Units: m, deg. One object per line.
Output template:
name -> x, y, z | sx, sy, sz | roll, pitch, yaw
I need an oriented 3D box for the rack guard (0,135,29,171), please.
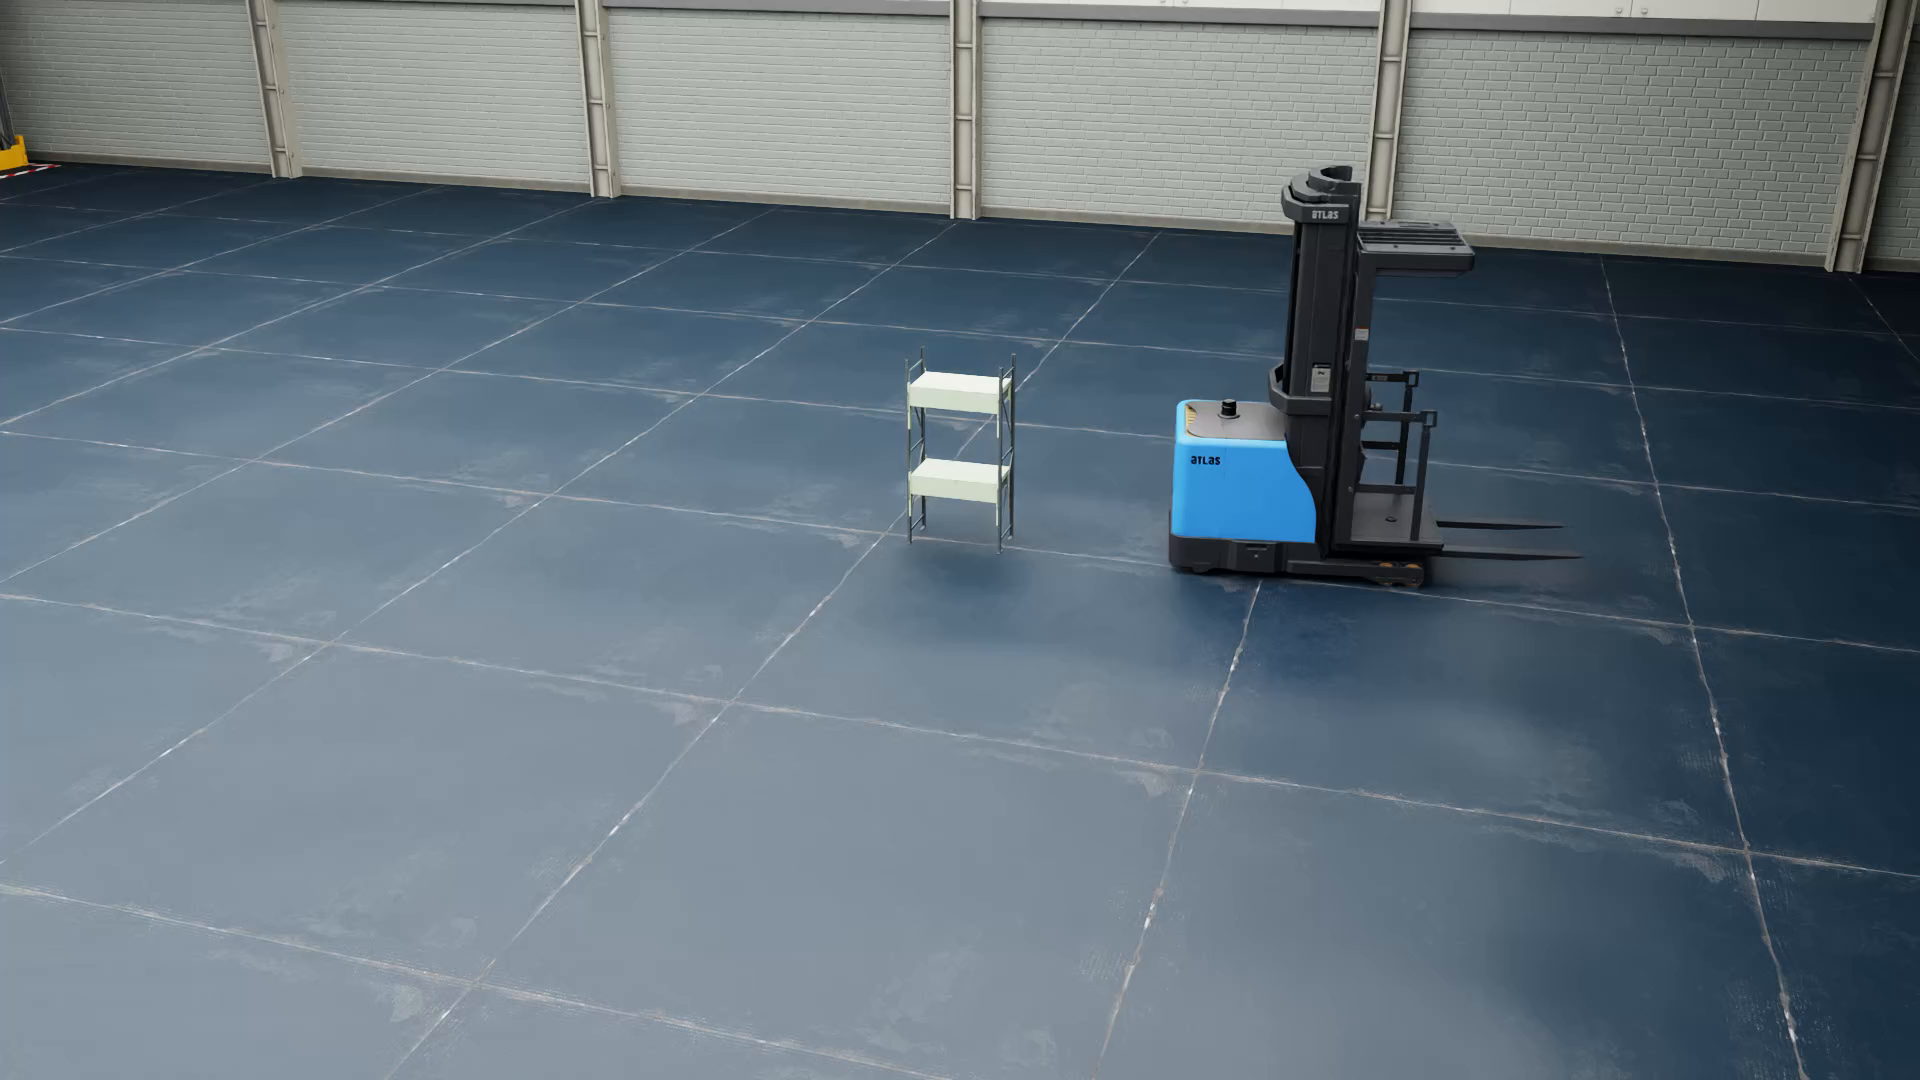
rack guard -> -16.717, -6.655, 28.741 | 0.348, 0.500, 1.175 | 7, 23, 16

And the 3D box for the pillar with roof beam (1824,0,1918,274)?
pillar with roof beam -> 10.331, -6.141, 16.288 | 0.400, 9.000, 9.100 | 7, 23, 16

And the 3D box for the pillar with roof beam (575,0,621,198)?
pillar with roof beam -> -6.902, -8.114, 21.098 | 0.400, 9.000, 9.100 | 7, 23, 16

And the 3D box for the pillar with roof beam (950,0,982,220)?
pillar with roof beam -> -1.157, -7.456, 19.495 | 0.400, 9.000, 9.100 | 7, 23, 16

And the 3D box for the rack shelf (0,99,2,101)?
rack shelf -> -18.655, -7.701, 28.944 | 4.000, 0.370, 1.077 | 7, 23, 16

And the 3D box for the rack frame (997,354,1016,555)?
rack frame -> 0.357, -0.653, 12.791 | 0.023, 1.500, 0.400 | 7, 23, 16

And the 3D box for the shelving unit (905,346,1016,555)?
shelving unit -> 0.006, -0.693, 12.889 | 0.755, 1.500, 0.431 | 7, 23, 16

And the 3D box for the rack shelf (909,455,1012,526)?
rack shelf -> 0.006, -0.392, 13.012 | 0.720, 0.370, 0.431 | 7, 23, 16

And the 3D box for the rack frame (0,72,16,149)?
rack frame -> -16.740, -7.814, 28.273 | 0.127, 3.000, 1.000 | 7, 23, 16

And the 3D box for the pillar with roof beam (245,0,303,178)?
pillar with roof beam -> -12.646, -8.772, 22.702 | 0.400, 9.000, 9.100 | 7, 23, 16

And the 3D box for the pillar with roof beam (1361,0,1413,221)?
pillar with roof beam -> 4.587, -6.799, 17.892 | 0.400, 9.000, 9.100 | 7, 23, 16

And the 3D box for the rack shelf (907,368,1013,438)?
rack shelf -> 0.006, -1.054, 12.741 | 0.720, 0.370, 0.431 | 7, 23, 16

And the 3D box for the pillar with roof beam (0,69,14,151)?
pillar with roof beam -> -18.390, -9.429, 24.305 | 0.400, 9.000, 9.100 | 7, 23, 16

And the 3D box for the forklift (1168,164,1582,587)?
forklift -> 3.136, -1.221, 12.291 | 3.031, 2.935, 1.130 | 3, 22, 6

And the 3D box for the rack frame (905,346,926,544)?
rack frame -> -0.344, -0.733, 12.986 | 0.023, 1.500, 0.400 | 7, 23, 16
